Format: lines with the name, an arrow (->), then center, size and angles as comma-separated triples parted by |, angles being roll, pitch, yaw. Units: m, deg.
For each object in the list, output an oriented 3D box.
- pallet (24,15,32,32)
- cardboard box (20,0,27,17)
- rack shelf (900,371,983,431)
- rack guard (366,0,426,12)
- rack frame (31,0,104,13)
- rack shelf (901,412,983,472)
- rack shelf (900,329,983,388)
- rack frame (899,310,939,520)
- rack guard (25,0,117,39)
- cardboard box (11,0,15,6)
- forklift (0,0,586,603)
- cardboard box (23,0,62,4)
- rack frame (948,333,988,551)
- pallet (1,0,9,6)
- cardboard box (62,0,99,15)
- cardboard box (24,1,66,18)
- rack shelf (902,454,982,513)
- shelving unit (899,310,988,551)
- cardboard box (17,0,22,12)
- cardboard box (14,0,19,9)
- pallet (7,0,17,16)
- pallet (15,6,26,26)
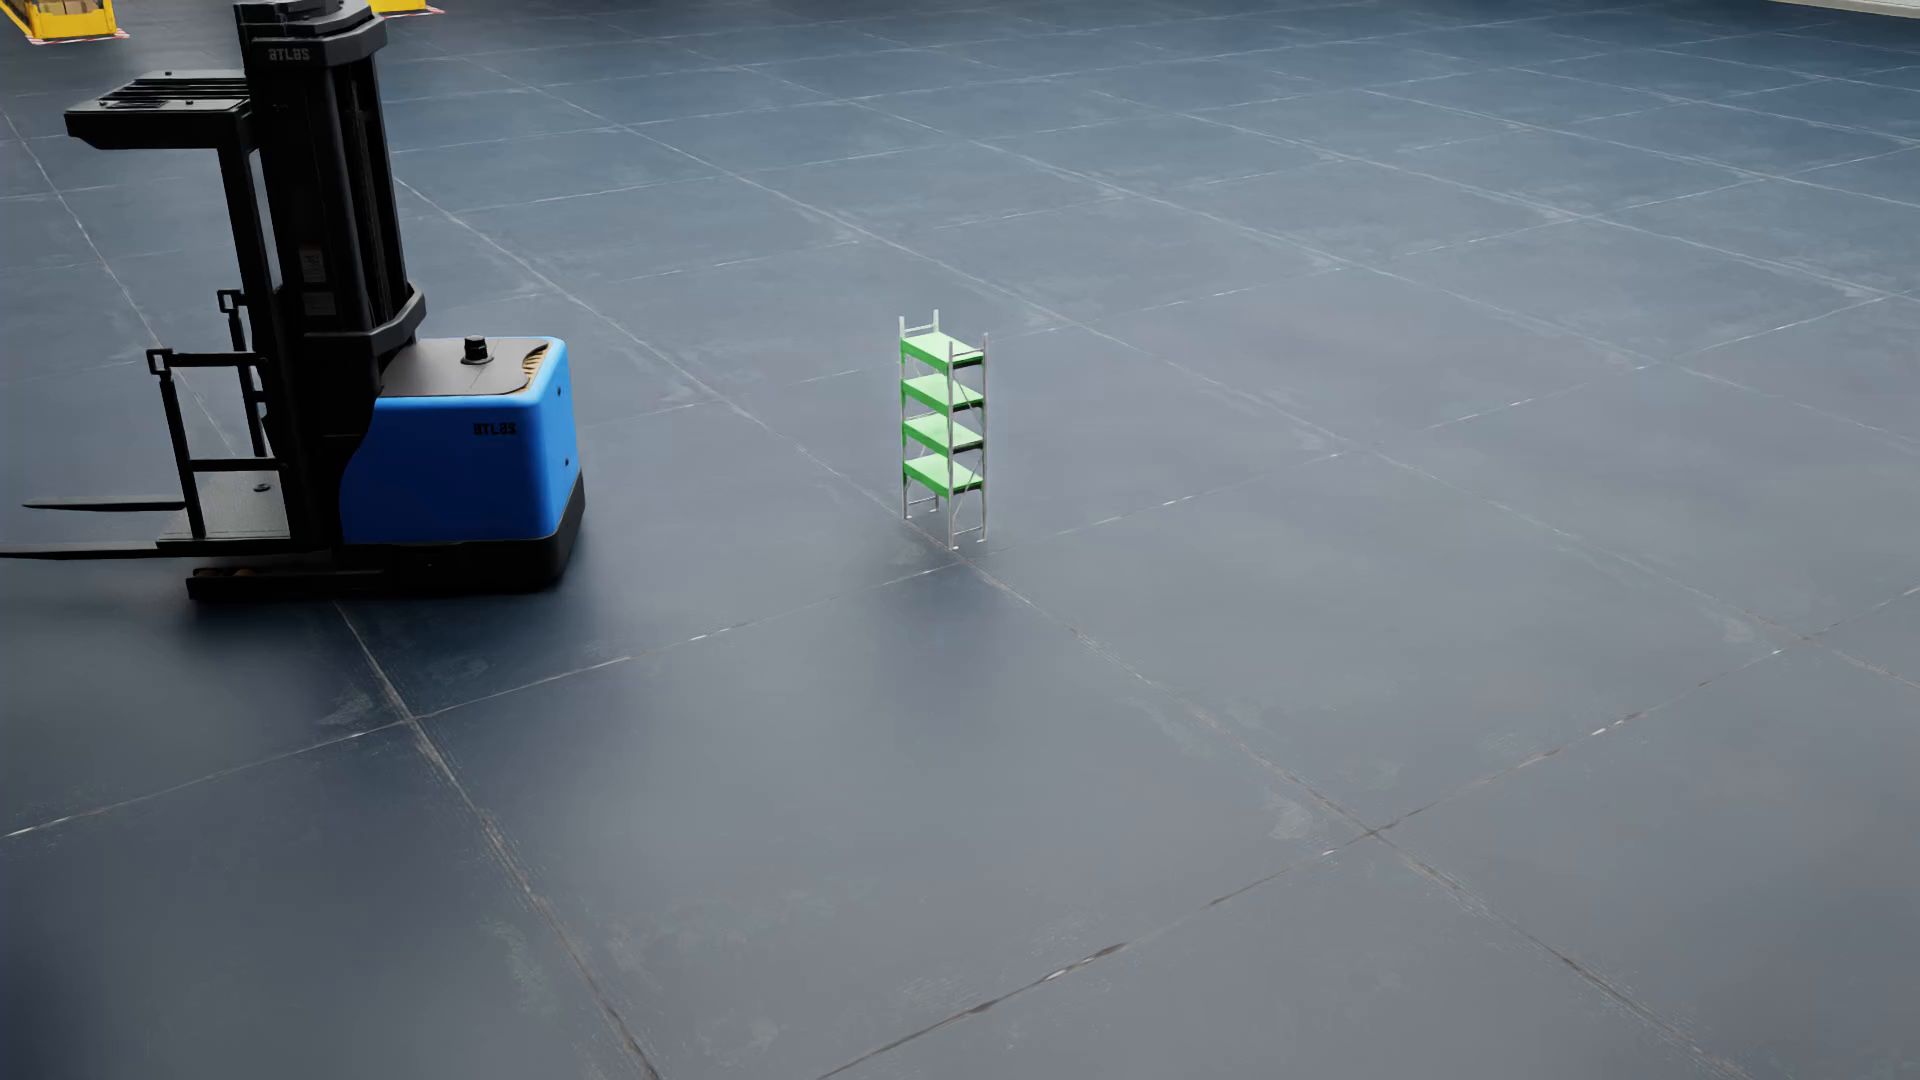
pallet -> -14.283, -8.264, 26.509 | 1.003, 0.211, 1.213 | -16, 29, -30
cardboard box -> -14.653, -8.507, 26.486 | 0.500, 0.250, 0.500 | -16, 29, -30
rack shelf -> -0.090, -0.761, 9.044 | 0.258, 0.148, 0.480 | -16, 29, -30
rack guard -> -9.759, -9.300, 28.365 | 1.175, 0.500, 0.348 | -16, 29, -30
rack frame -> -13.830, -9.262, 25.355 | 1.000, 3.000, 0.127 | -16, 29, -30
rack shelf -> -0.090, -0.544, 9.147 | 0.258, 0.148, 0.480 | -16, 29, -30
rack shelf -> -0.090, -0.978, 8.942 | 0.258, 0.148, 0.480 | -16, 29, -30
rack frame -> -0.224, -0.689, 9.304 | 0.240, 1.200, 0.015 | -16, 29, -30
rack guard -> -13.817, -8.123, 25.870 | 1.175, 0.500, 0.348 | -16, 29, -30
cardboard box -> -15.477, -9.042, 27.619 | 0.500, 0.250, 0.500 | -16, 29, -30
forklift -> -3.624, -1.235, 8.432 | 3.031, 2.935, 1.130 | -1, 25, -3
cardboard box -> -14.372, -8.670, 25.952 | 0.500, 0.500, 0.500 | -16, 29, -30
rack frame -> 0.043, -0.515, 8.934 | 0.240, 1.200, 0.015 | -16, 29, -30
pallet -> -16.449, -9.686, 29.520 | 1.003, 0.211, 1.213 | -16, 29, -30
cardboard box -> -13.936, -8.452, 26.368 | 0.500, 0.250, 0.500 | -16, 29, -30
cardboard box -> -14.370, -8.331, 26.113 | 0.500, 0.250, 0.500 | -16, 29, -30
rack shelf -> -0.090, -0.327, 9.249 | 0.258, 0.148, 0.480 | -16, 29, -30
shelving unit -> -0.090, -0.602, 9.119 | 0.258, 1.200, 0.503 | -16, 29, -30
cardboard box -> -14.928, -8.685, 26.864 | 0.500, 0.250, 0.500 | -16, 29, -30
cardboard box -> -15.199, -8.865, 27.243 | 0.500, 0.250, 0.500 | -16, 29, -30
pallet -> -15.615, -9.137, 28.358 | 1.003, 0.211, 1.213 | -16, 29, -30
pallet -> -14.945, -8.700, 27.432 | 1.003, 0.211, 1.213 | -16, 29, -30
